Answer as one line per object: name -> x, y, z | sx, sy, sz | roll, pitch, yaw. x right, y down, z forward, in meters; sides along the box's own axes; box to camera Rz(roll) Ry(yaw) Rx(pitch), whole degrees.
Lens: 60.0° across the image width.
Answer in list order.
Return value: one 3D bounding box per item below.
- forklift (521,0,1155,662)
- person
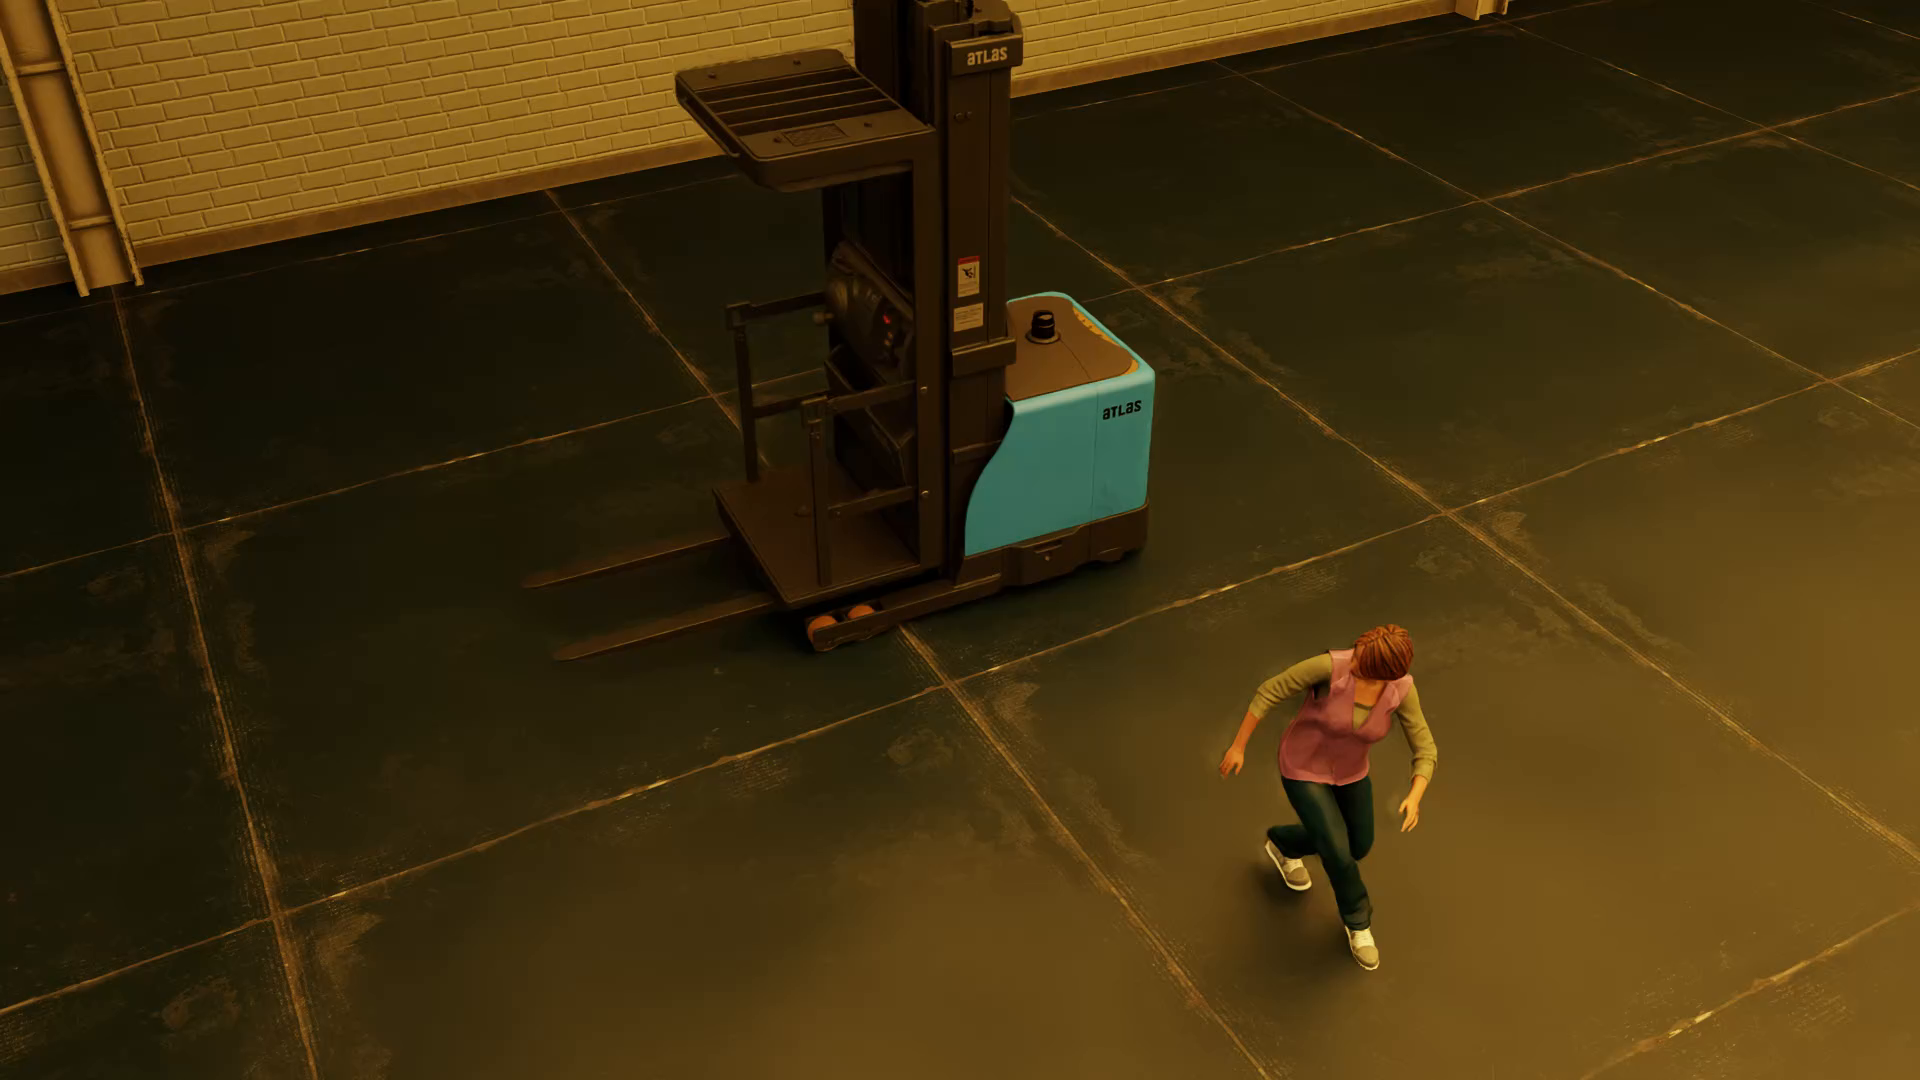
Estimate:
forklift -> -0.603, -1.017, 7.562 | 3.031, 2.935, 1.130 | -15, 38, -21
person -> 1.348, 0.923, 6.107 | 0.704, 1.482, 0.764 | -9, 36, -12
